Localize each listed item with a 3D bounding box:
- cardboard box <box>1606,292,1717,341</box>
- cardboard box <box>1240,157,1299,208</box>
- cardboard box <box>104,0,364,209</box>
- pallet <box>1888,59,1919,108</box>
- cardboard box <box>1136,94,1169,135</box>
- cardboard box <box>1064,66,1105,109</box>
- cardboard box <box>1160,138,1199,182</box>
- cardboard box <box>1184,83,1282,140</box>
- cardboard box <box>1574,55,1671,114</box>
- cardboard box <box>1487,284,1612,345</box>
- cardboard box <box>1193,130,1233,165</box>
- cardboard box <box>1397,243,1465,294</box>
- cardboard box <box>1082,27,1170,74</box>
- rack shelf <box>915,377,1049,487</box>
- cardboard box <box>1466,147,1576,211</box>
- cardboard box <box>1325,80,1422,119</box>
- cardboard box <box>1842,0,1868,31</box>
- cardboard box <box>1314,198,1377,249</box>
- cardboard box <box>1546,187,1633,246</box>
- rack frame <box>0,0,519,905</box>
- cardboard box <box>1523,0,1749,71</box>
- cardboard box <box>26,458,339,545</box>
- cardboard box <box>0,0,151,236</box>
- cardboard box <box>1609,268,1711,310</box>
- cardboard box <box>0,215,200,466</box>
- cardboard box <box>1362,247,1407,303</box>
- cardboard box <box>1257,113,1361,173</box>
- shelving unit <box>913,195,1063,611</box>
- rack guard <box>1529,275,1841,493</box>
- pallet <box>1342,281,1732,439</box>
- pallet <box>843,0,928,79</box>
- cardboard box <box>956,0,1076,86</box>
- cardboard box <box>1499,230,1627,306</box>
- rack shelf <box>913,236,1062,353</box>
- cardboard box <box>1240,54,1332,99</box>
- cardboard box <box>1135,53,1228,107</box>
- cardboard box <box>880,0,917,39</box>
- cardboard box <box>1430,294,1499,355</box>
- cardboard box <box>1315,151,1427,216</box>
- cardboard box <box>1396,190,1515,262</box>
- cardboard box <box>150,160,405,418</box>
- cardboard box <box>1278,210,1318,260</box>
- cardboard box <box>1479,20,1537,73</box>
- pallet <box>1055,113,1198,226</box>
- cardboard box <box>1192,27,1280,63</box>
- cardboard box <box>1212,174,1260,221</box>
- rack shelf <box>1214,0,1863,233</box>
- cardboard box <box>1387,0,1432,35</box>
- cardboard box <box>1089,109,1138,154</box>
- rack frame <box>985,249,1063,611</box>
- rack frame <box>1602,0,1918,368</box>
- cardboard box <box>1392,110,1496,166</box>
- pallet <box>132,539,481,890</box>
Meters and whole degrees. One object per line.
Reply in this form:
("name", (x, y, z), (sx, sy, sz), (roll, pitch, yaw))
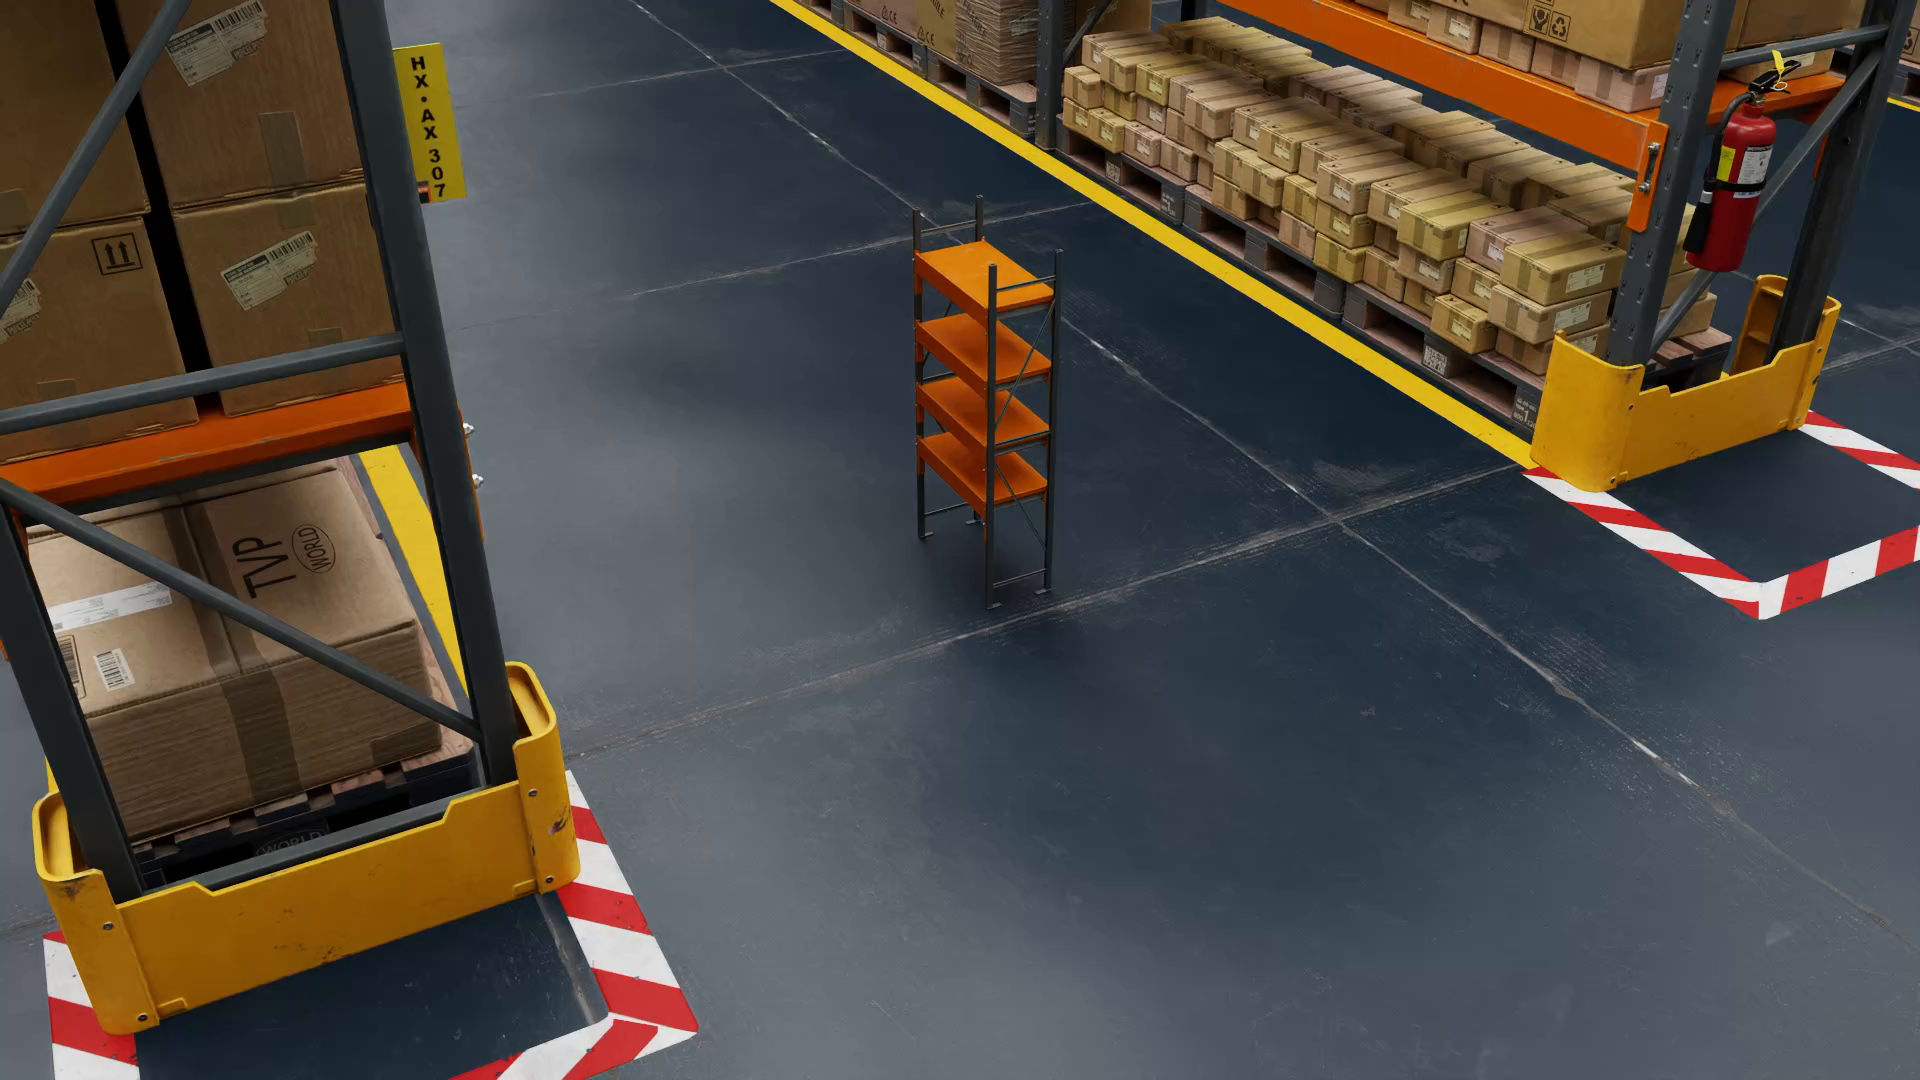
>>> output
("cardboard box", (2.784, -0.921, 6.660), (0.380, 0.149, 0.250), (-15, 36, -22))
("cardboard box", (1.494, -1.638, 7.504), (0.380, 0.149, 0.250), (-15, 36, -23))
("cardboard box", (-1.558, -1.084, 3.642), (0.500, 0.500, 0.500), (-17, 36, -24))
("pallet", (6.173, -2.582, 9.585), (1.003, 0.211, 1.213), (-16, 36, -23))
("cardboard box", (1.109, -2.165, 8.327), (0.380, 0.149, 0.250), (-16, 36, -23))
("cardboard box", (0.766, -2.371, 8.648), (0.380, 0.149, 0.250), (-14, 35, -21))
("cardboard box", (1.214, -1.903, 8.194), (0.380, 0.149, 0.250), (-17, 36, -24))
("cardboard box", (1.283, -2.018, 7.821), (0.380, 0.149, 0.250), (-15, 36, -22))
("cardboard box", (2.343, -1.593, 5.688), (0.380, 0.149, 0.250), (-16, 36, -23))
("cardboard box", (2.247, -0.896, 6.345), (0.380, 0.149, 0.250), (-17, 36, -24))
("cardboard box", (1.340, -1.899, 7.911), (0.380, 0.149, 0.250), (-14, 35, -21))
("cardboard box", (2.003, -1.143, 6.731), (0.380, 0.149, 0.250), (-17, 37, -25))
("cardboard box", (0.858, -2.533, 8.625), (0.380, 0.149, 0.250), (-14, 35, -21))
("rack shelf", (0.077, -0.370, 5.339), (0.258, 0.148, 0.480), (-16, 36, -23))
("cardboard box", (2.374, -1.528, 7.056), (0.380, 0.149, 0.250), (-18, 37, -25))
("cardboard box", (1.950, -2.041, 7.858), (0.380, 0.149, 0.250), (-17, 36, -25))
("cardboard box", (5.552, -3.669, 10.277), (0.875, 0.875, 0.875), (-16, 36, -23))
("cardboard box", (1.750, -1.387, 7.112), (0.380, 0.149, 0.250), (-15, 36, -22))
("cardboard box", (2.567, -1.278, 6.665), (0.380, 0.149, 0.250), (-15, 36, -22))
("rack frame", (-1.587, -0.321, 3.470), (1.000, 3.000, 0.127), (-16, 36, -23))
("cardboard box", (2.308, -1.931, 5.615), (0.500, 0.500, 0.500), (-15, 36, -22))
("cardboard box", (-2.417, -0.143, 5.178), (0.875, 0.438, 0.875), (-15, 36, -22))
("cardboard box", (-2.022, -0.954, 3.439), (0.500, 0.500, 0.500), (-15, 35, -22))
("cardboard box", (2.728, -1.030, 6.555), (0.380, 0.149, 0.250), (-14, 35, -21))
("cardboard box", (-2.046, -0.526, 3.698), (0.500, 0.500, 0.500), (-16, 36, -23))
("cardboard box", (1.932, -1.149, 7.016), (0.380, 0.149, 0.250), (-15, 36, -23))
("cardboard box", (1.564, -1.781, 7.451), (0.380, 0.149, 0.250), (-16, 36, -23))
("shelving unit", (0.077, -0.426, 5.303), (0.258, 1.200, 0.503), (-16, 36, -23))
("rack guard", (2.710, -0.598, 6.219), (1.175, 0.500, 0.348), (-16, 36, -23))
("pallet", (2.362, -0.873, 6.916), (1.003, 0.211, 1.213), (-16, 36, -23))
("pallet", (-0.057, -3.303, 10.709), (1.003, 0.211, 1.213), (-16, 36, -23))
("cardboard box", (0.312, -2.937, 9.481), (0.500, 0.500, 0.500), (-17, 36, -24))
("cardboard box", (2.274, -1.030, 6.278), (0.380, 0.149, 0.250), (-15, 36, -23))
("rack shelf", (0.077, -0.757, 5.091), (0.258, 0.148, 0.480), (-16, 36, -23))
("cardboard box", (1.605, -2.273, 8.219), (0.380, 0.149, 0.250), (-15, 35, -22))
("cardboard box", (1.095, -2.278, 8.228), (0.380, 0.149, 0.250), (-16, 36, -24))
("cardboard box", (-0.162, -3.428, 10.247), (0.500, 0.500, 0.500), (-17, 36, -24))
("cardboard box", (2.106, -0.886, 6.606), (0.380, 0.149, 0.250), (-15, 35, -22))
("cardboard box", (1.736, -1.509, 7.027), (0.380, 0.149, 0.250), (-15, 35, -21))
("cardboard box", (1.975, -1.256, 6.631), (0.380, 0.149, 0.250), (-17, 36, -24))
("cardboard box", (-1.556, -0.664, 3.913), (0.500, 0.500, 0.500), (-16, 36, -23))
("cardboard box", (1.648, -1.390, 7.392), (0.380, 0.149, 0.250), (-15, 36, -22))
("cardboard box", (2.130, -1.837, 6.069), (0.380, 0.149, 0.250), (-16, 36, -24))
("pallet", (1.225, -2.037, 8.734), (1.003, 0.211, 1.213), (-16, 36, -23))
("cardboard box", (1.431, -2.533, 8.626), (0.380, 0.149, 0.250), (-15, 36, -23))
("cardboard box", (1.407, -1.636, 7.776), (0.380, 0.149, 0.250), (-17, 36, -24))
("rack shelf", (1.813, -2.265, 7.172), (1.077, 0.370, 4.000), (-16, 36, -23))
("cardboard box", (1.894, -2.086, 6.458), (0.380, 0.149, 0.250), (-18, 37, -25))
("cardboard box", (0.890, -2.118, 8.528), (0.380, 0.149, 0.250), (-15, 35, -22))
("rack frame", (0.191, -0.310, 5.121), (0.240, 1.200, 0.015), (-16, 36, -23))
("rack frame", (2.745, -1.614, 5.488), (1.000, 3.000, 0.127), (-16, 36, -23))
("cardboard box", (2.170, -1.799, 7.480), (0.380, 0.149, 0.250), (-15, 36, -22))
("pallet", (-2.029, 0.492, 4.787), (1.003, 0.211, 1.213), (-16, 36, -23))
